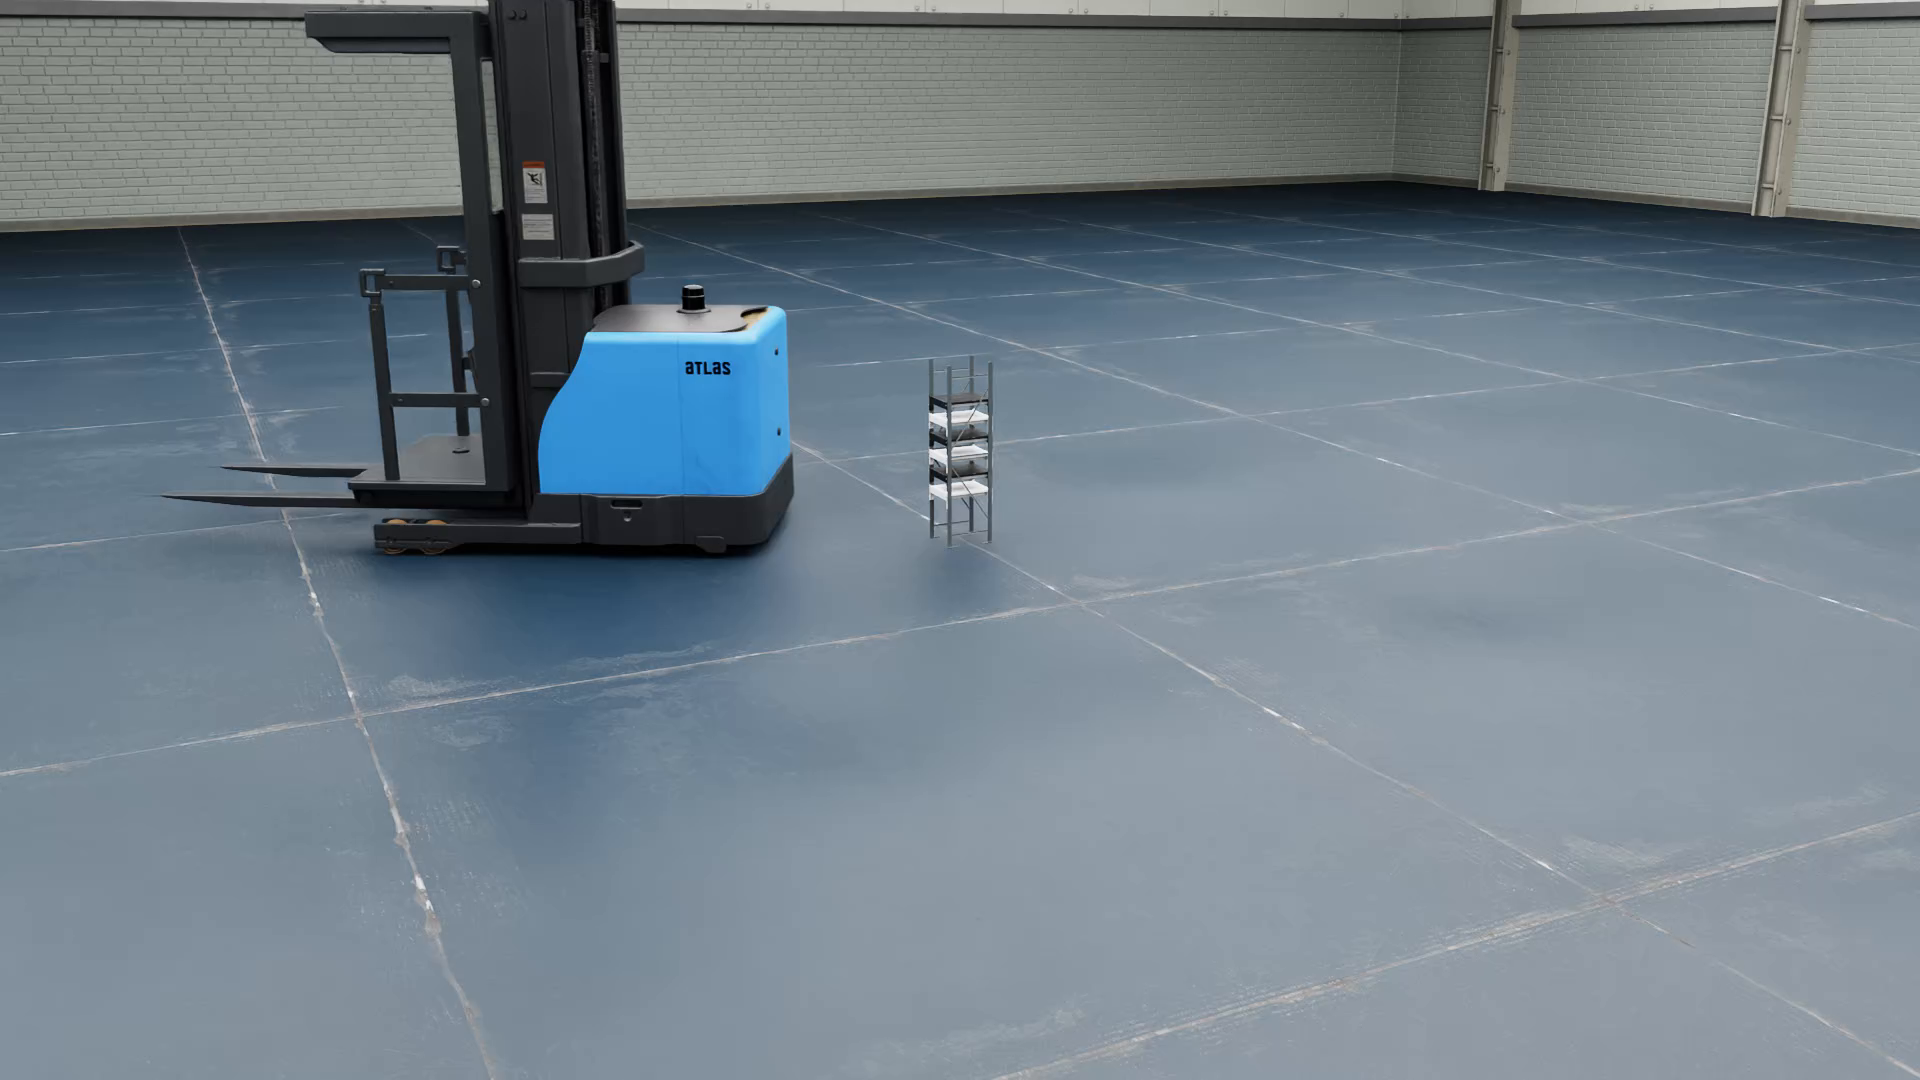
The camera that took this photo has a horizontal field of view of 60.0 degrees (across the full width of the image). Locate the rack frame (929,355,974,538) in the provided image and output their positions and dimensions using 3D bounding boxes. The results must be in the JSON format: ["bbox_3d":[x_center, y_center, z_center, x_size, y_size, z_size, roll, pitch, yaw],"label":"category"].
[{"bbox_3d":[-0.041,-0.456,8.207,0.240,0.900,0.006,-8,18,-25],"label":"rack frame"}]

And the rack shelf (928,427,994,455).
[{"bbox_3d":[0.004,-0.485,8.104,0.258,0.077,0.200,-8,18,-25],"label":"rack shelf"}]

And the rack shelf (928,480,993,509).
[{"bbox_3d":[0.004,-0.225,8.178,0.258,0.077,0.200,-8,18,-25],"label":"rack shelf"}]

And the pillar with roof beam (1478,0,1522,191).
[{"bbox_3d":[6.012,-10.309,27.861,9.100,9.000,0.400,-8,18,-25],"label":"pillar with roof beam"}]

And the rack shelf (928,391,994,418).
[{"bbox_3d":[0.004,-0.658,8.054,0.258,0.077,0.200,-8,18,-25],"label":"rack shelf"}]

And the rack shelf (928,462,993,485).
[{"bbox_3d":[0.004,-0.312,8.154,0.258,0.077,0.200,-8,18,-25],"label":"rack shelf"}]

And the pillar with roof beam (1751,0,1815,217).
[{"bbox_3d":[8.640,-8.821,22.676,9.100,9.000,0.400,-8,18,-25],"label":"pillar with roof beam"}]

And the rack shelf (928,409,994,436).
[{"bbox_3d":[0.004,-0.572,8.079,0.258,0.077,0.200,-8,18,-25],"label":"rack shelf"}]

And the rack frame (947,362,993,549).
[{"bbox_3d":[0.048,-0.405,8.032,0.240,0.900,0.006,-8,18,-25],"label":"rack frame"}]

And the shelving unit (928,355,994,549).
[{"bbox_3d":[0.004,-0.431,8.120,0.258,0.900,0.210,-8,18,-25],"label":"shelving unit"}]

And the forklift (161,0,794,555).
[{"bbox_3d":[-2.417,-1.481,8.099,3.031,2.935,1.130,1,16,3],"label":"forklift"}]

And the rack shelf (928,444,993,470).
[{"bbox_3d":[0.004,-0.398,8.129,0.258,0.077,0.200,-8,18,-25],"label":"rack shelf"}]
